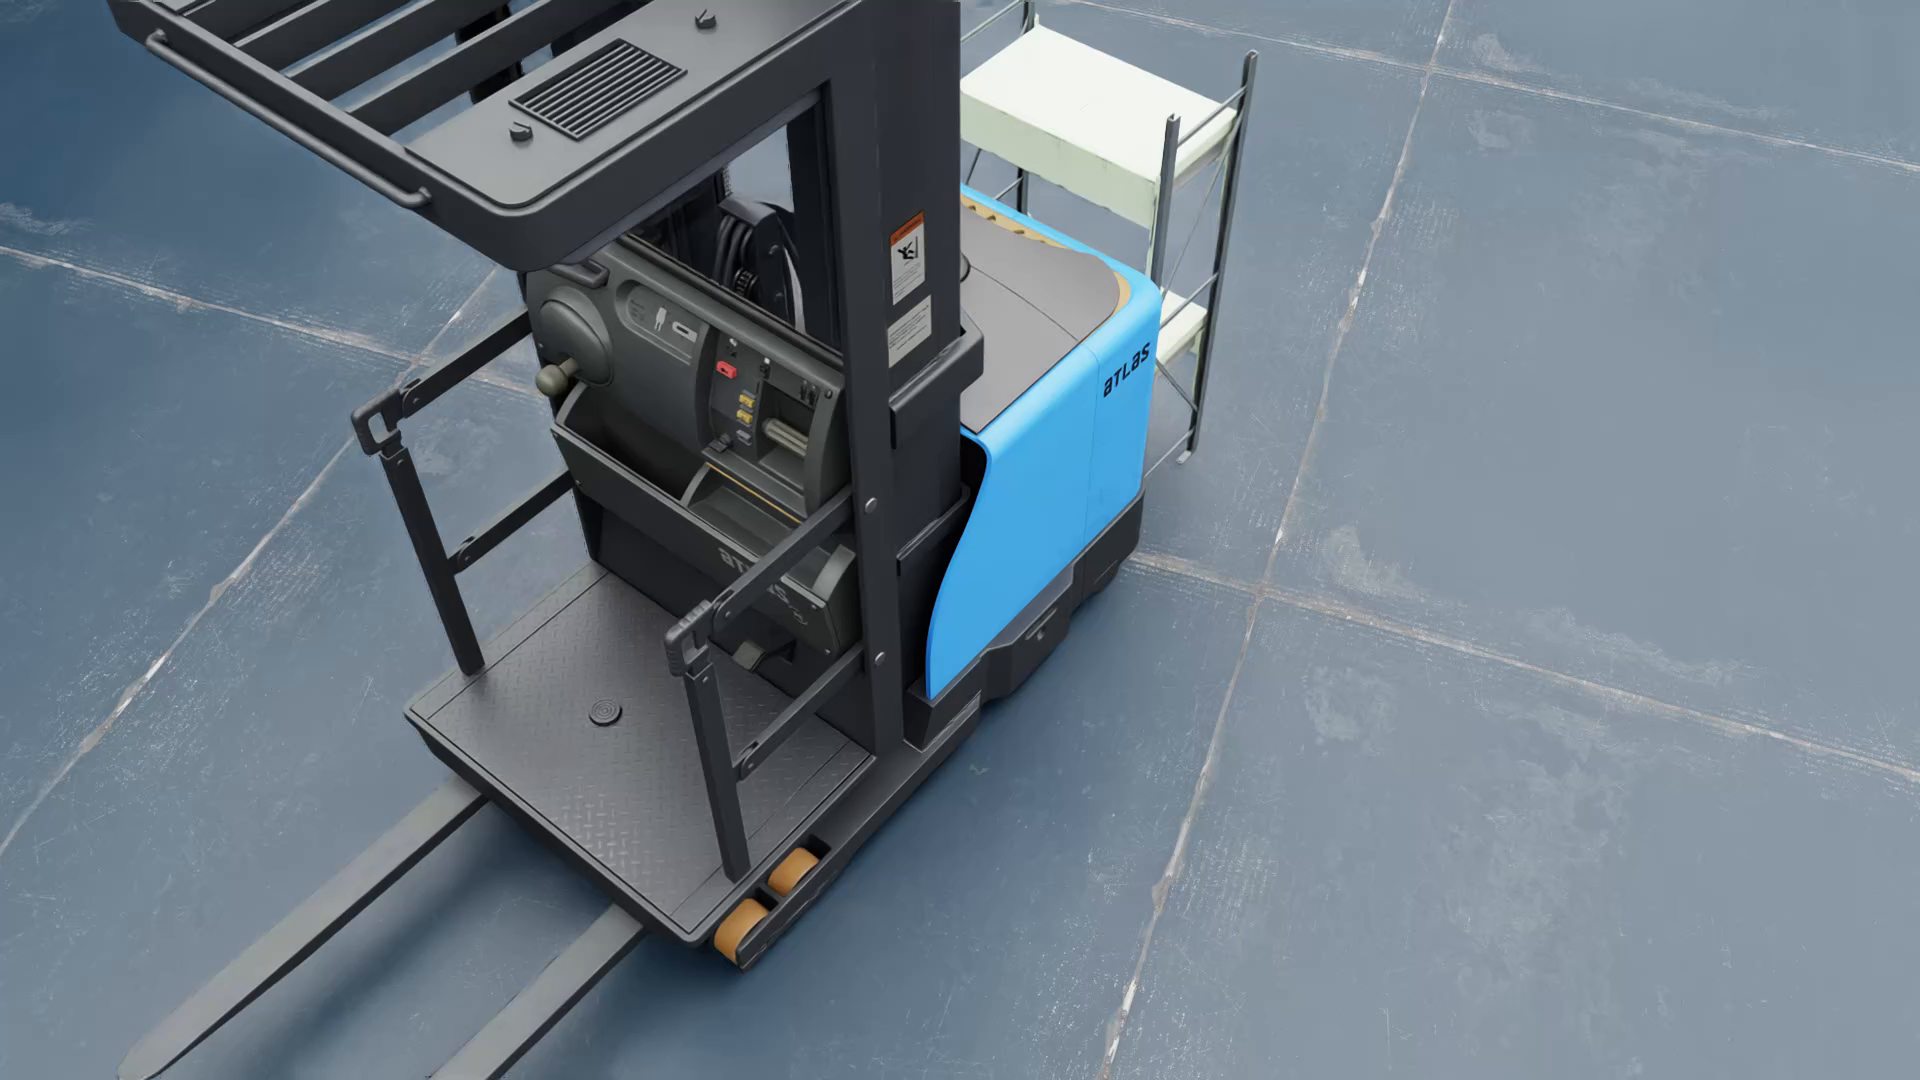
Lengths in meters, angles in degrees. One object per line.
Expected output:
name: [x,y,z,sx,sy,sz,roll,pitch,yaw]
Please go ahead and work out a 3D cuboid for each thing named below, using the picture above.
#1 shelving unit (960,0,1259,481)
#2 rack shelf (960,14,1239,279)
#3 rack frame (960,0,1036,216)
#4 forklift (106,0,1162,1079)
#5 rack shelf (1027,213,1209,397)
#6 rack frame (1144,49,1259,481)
shelving unit: [0.368,-0.855,4.998,0.755,1.500,0.431,31,56,24]
rack shelf: [0.368,-1.111,4.704,0.720,0.370,0.431,31,56,24]
rack frame: [0.084,-1.029,5.149,0.023,1.500,0.400,31,56,24]
forklift: [-0.761,-0.302,3.572,1.130,2.935,3.031,31,56,24]
rack shelf: [0.368,-0.642,5.245,0.720,0.370,0.431,31,56,24]
rack frame: [0.653,-0.681,4.848,0.023,1.500,0.400,31,56,24]
